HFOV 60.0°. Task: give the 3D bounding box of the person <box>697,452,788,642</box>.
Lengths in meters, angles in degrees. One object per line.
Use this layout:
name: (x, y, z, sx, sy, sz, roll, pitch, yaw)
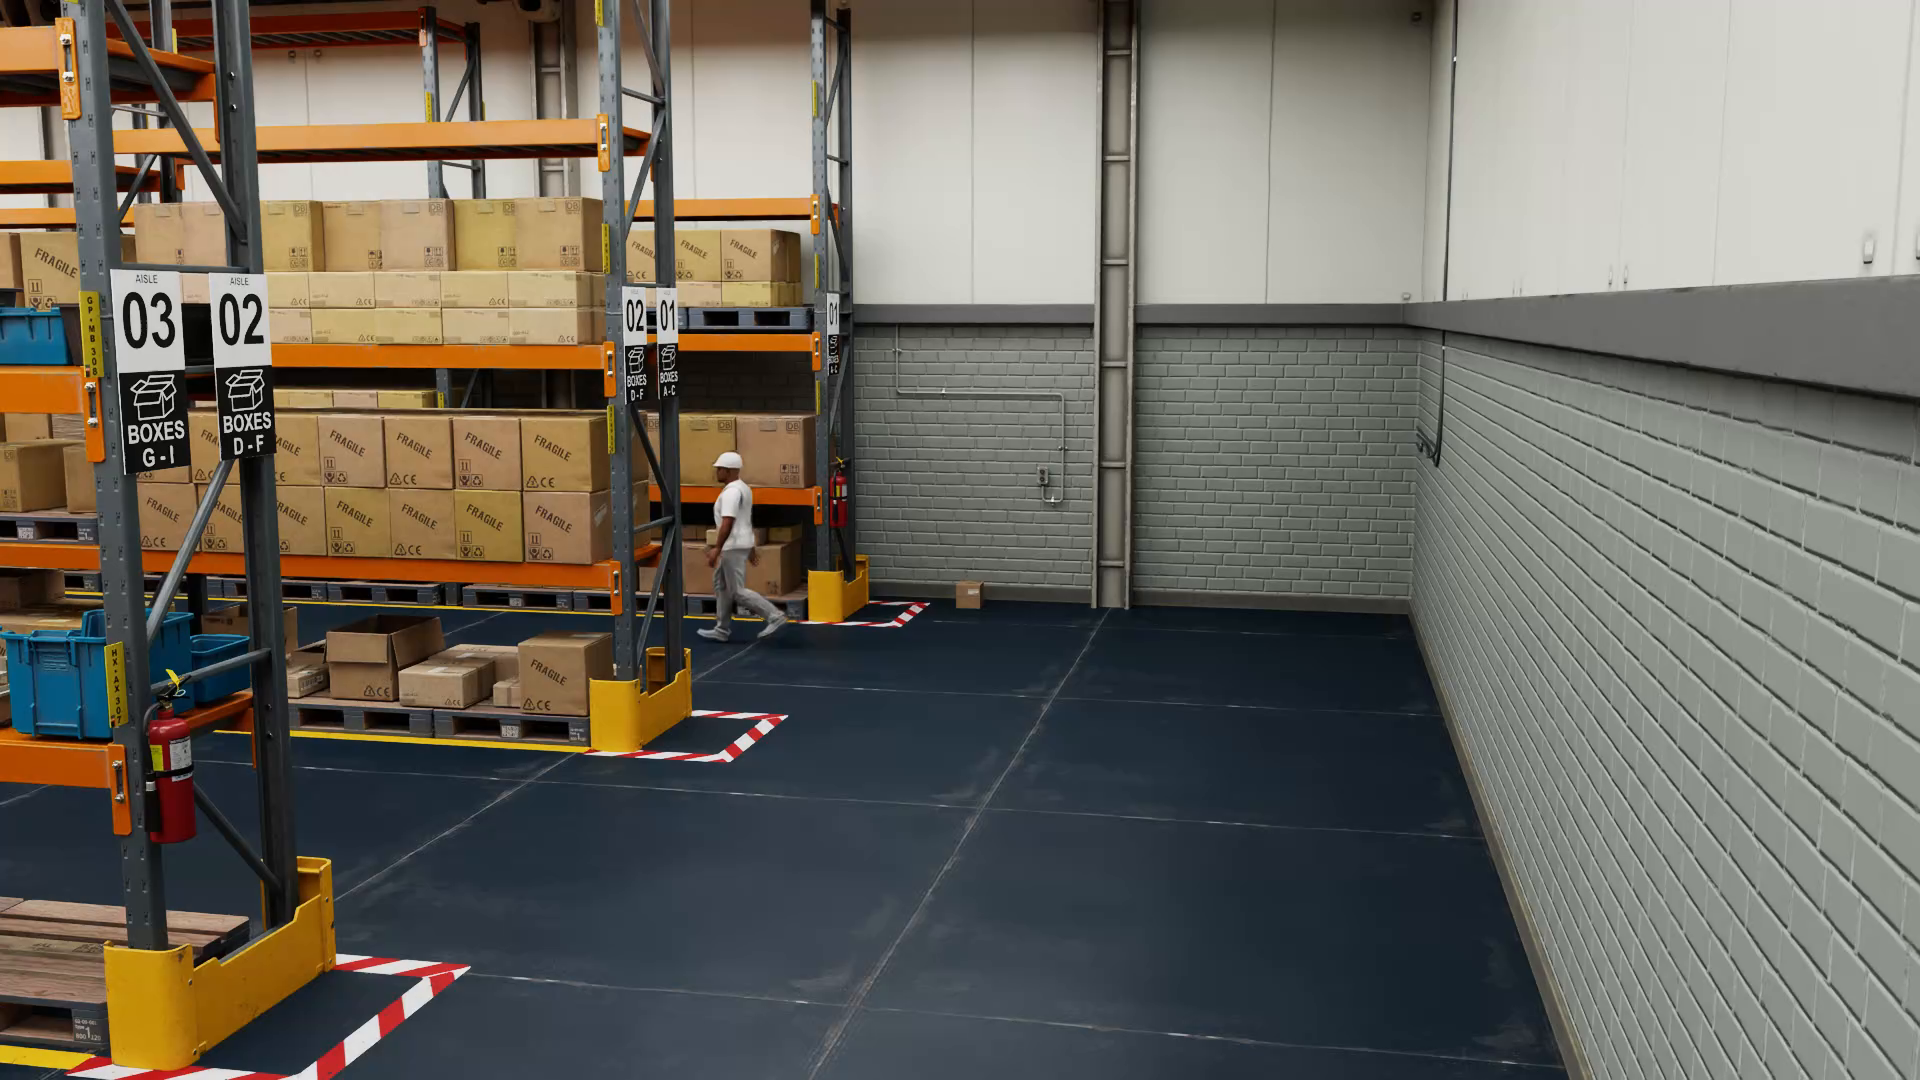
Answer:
person: (-1.991, 0.077, 15.199, 0.890, 1.748, 0.628, 1, 8, 5)
